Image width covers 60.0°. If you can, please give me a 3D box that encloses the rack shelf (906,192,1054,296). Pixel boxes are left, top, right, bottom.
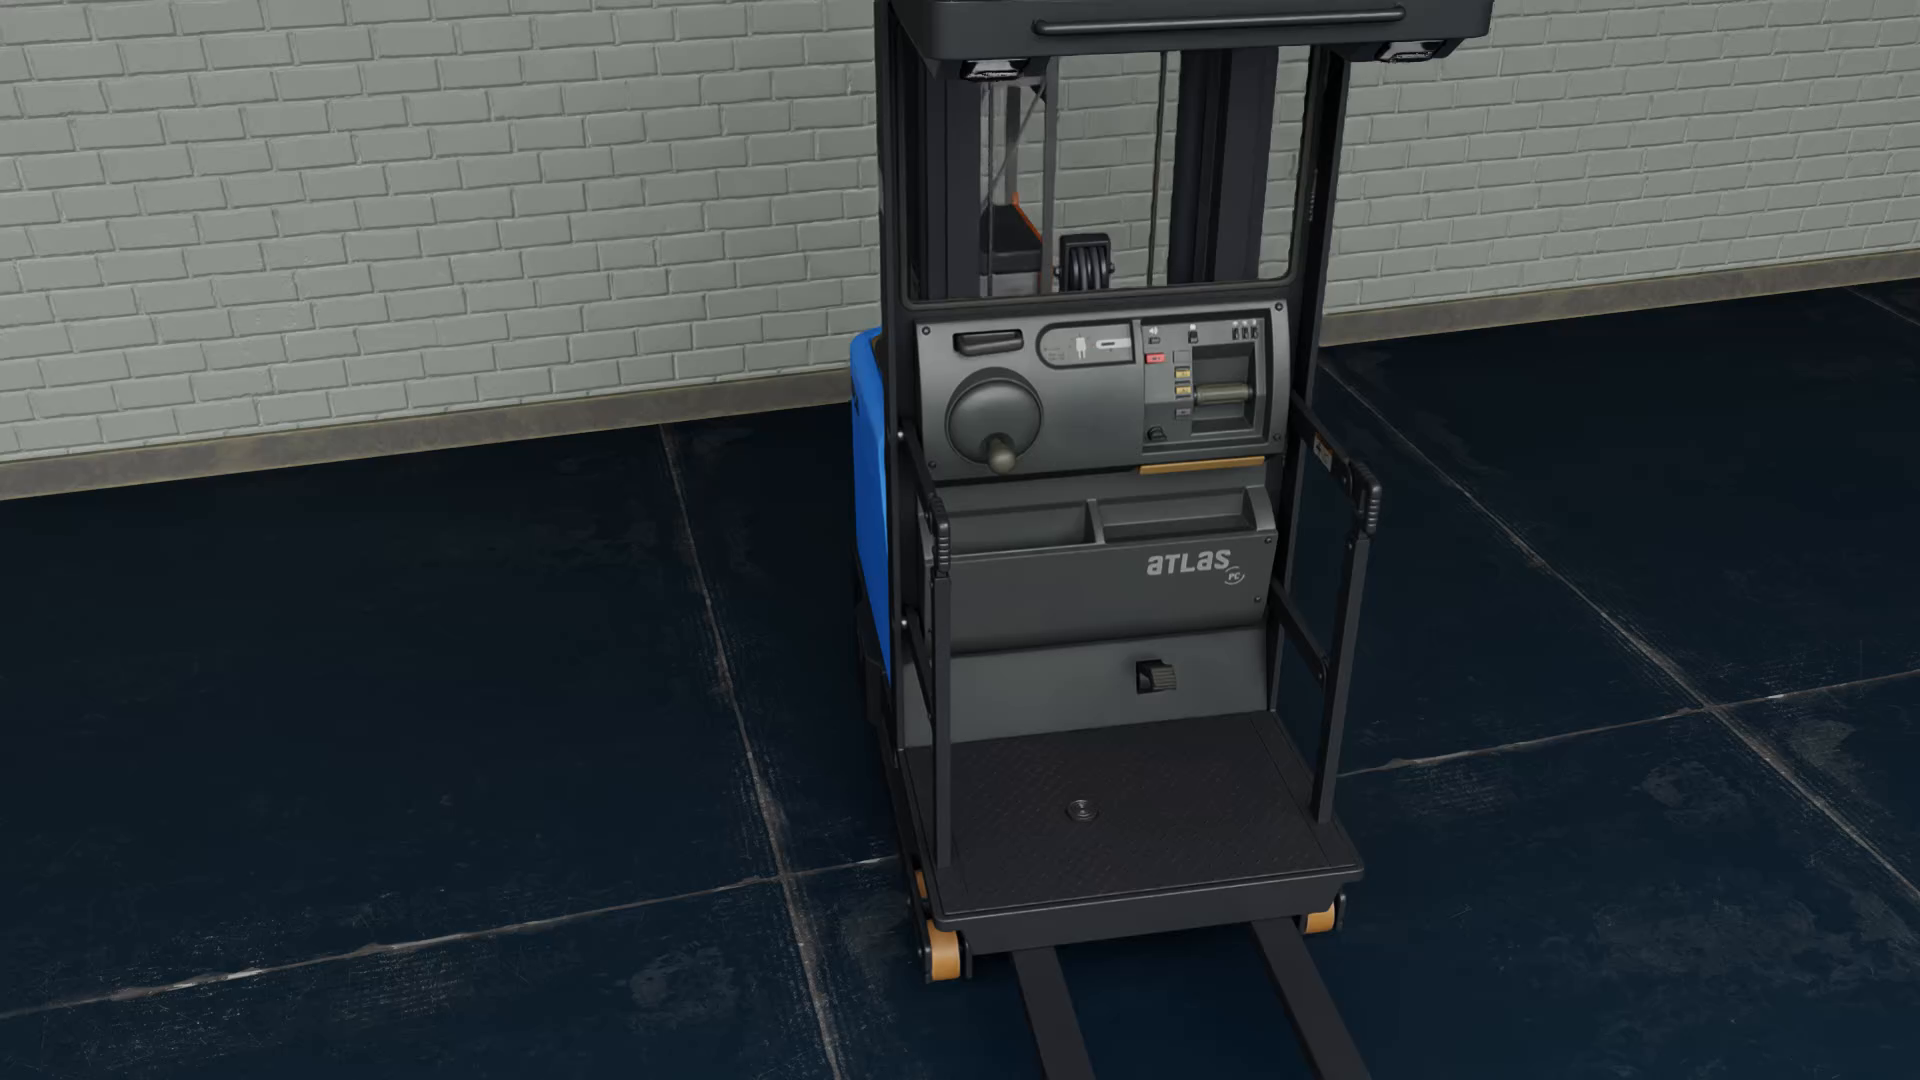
[{"bbox_3d":[0.048,-0.837,5.628,0.431,0.518,0.480,-6,31,-10],"label":"rack shelf"}]

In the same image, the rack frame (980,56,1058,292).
[{"bbox_3d":[0.099,-0.730,5.415,0.400,2.100,0.015,-6,31,-10],"label":"rack frame"}]

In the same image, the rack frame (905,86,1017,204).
[{"bbox_3d":[-0.002,-0.969,5.828,0.400,2.100,0.015,-6,31,-10],"label":"rack frame"}]

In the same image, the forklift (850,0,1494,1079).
[{"bbox_3d":[0.396,-0.330,3.895,1.130,2.935,3.031,-5,30,-9],"label":"forklift"}]

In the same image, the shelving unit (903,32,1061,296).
[{"bbox_3d":[0.048,-0.849,5.621,0.431,2.100,0.503,-6,31,-10],"label":"shelving unit"}]

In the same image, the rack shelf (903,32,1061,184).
[{"bbox_3d":[0.048,-1.443,5.277,0.431,0.518,0.480,-6,31,-10],"label":"rack shelf"}]
